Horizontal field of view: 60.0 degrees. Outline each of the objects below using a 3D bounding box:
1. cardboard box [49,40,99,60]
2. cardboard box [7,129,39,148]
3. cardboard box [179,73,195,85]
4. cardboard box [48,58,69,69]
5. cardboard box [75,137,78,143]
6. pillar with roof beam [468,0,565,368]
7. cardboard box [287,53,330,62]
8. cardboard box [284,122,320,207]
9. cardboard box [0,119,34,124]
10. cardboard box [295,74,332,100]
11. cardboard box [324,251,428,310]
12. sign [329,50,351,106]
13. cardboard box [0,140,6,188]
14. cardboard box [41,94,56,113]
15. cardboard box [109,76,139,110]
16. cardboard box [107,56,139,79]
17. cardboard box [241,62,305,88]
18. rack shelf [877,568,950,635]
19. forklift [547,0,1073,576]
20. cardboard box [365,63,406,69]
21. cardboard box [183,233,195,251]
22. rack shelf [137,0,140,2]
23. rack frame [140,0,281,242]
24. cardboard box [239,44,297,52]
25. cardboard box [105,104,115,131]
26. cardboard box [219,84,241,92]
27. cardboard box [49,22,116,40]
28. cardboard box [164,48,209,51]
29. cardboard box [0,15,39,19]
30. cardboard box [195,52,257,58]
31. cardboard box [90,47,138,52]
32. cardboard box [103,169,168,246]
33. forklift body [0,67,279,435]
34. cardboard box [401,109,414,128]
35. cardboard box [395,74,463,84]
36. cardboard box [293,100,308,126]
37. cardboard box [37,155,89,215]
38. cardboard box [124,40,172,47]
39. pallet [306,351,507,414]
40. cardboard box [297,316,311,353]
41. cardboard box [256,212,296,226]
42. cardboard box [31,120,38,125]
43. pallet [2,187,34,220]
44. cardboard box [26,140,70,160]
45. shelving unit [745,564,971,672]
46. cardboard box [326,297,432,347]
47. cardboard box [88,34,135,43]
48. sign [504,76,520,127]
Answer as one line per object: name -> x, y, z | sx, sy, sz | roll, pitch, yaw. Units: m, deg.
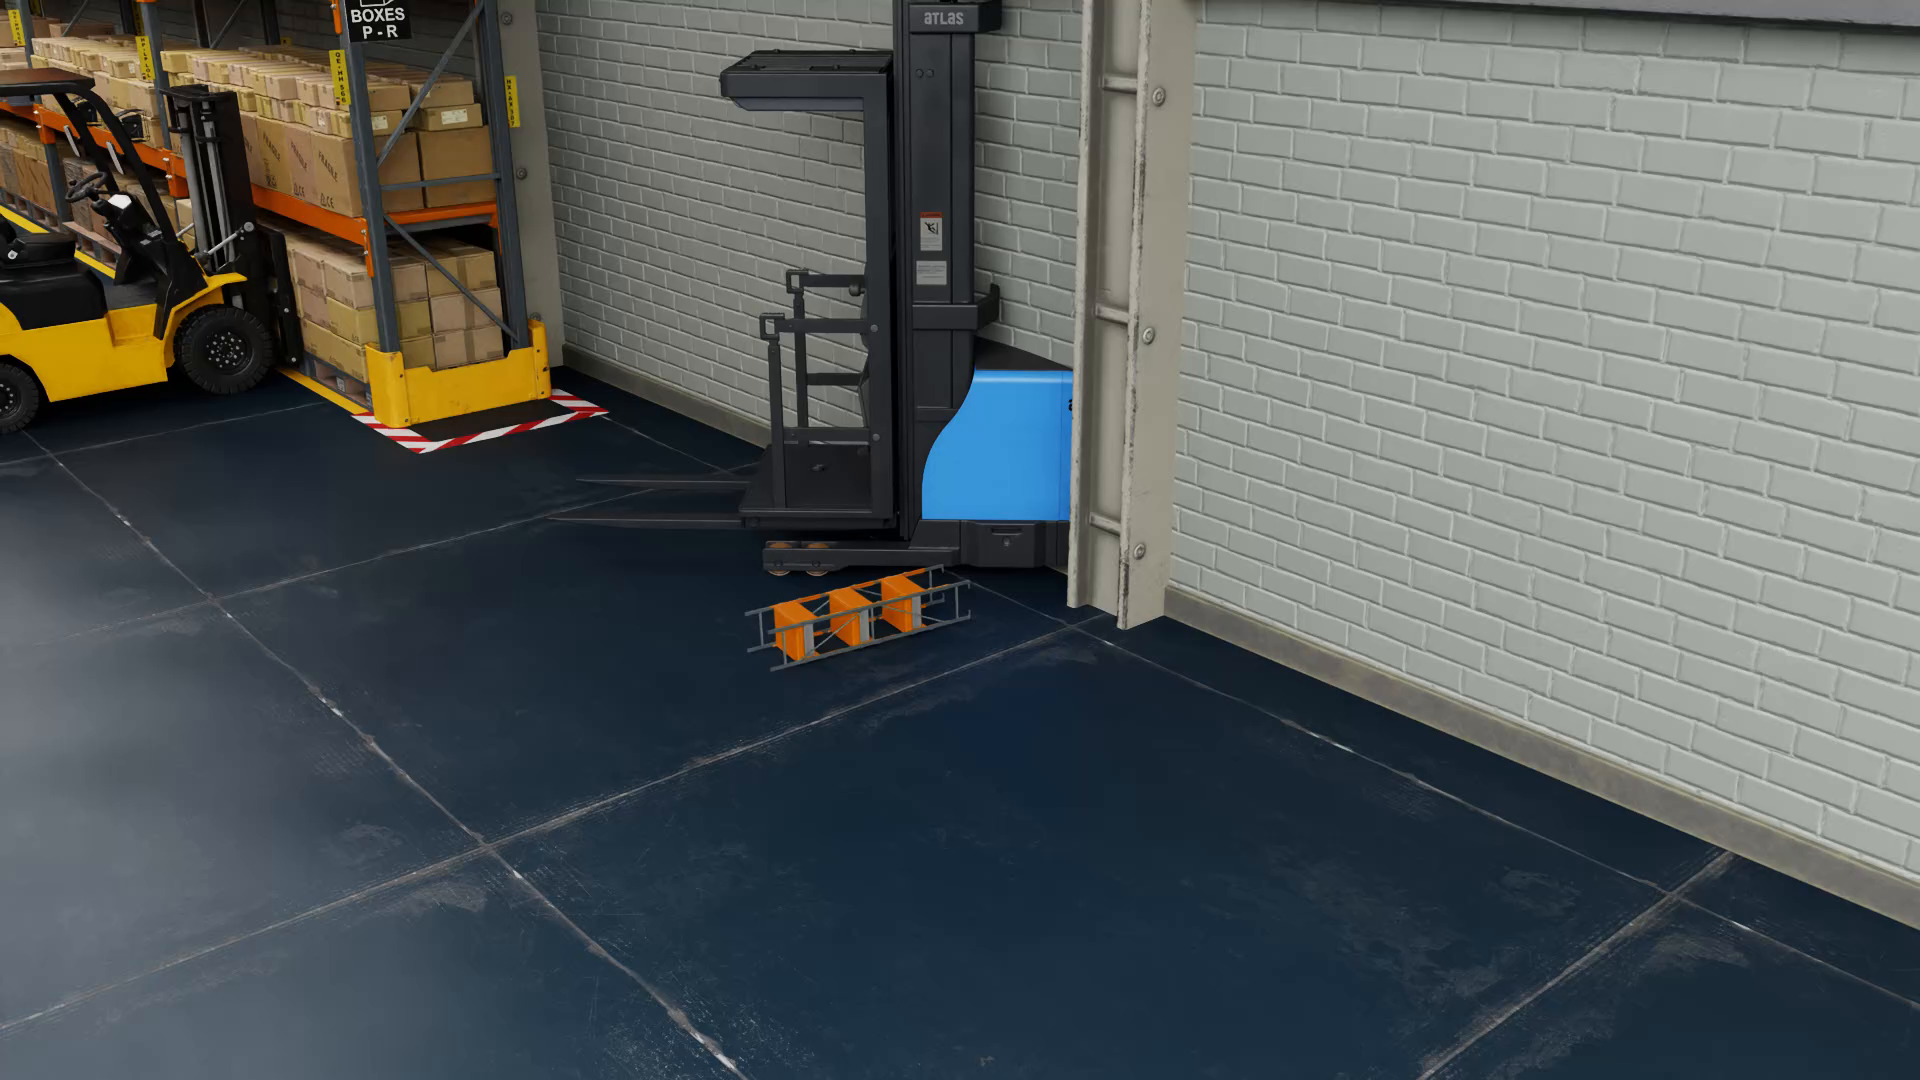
cardboard box -> -8.252, -4.573, 15.521 | 0.380, 0.149, 0.250 | -17, 27, -36
cardboard box -> -9.958, -4.304, 17.822 | 0.380, 0.149, 0.250 | -19, 28, -40
cardboard box -> -5.809, -3.543, 12.890 | 0.380, 0.149, 0.250 | -17, 27, -36
cardboard box -> -8.169, -4.365, 15.535 | 0.500, 0.250, 0.500 | -16, 27, -36
cardboard box -> -9.394, -4.360, 17.966 | 0.380, 0.149, 0.250 | -18, 28, -39
pillar with roof beam -> -6.410, -4.486, 8.099 | 9.100, 9.000, 0.400 | -17, 27, -37
cardboard box -> -4.871, -3.607, 12.646 | 0.380, 0.149, 0.250 | -18, 28, -38
cardboard box -> -4.229, -2.576, 11.312 | 0.500, 0.500, 0.500 | -16, 27, -36
cardboard box -> -10.573, -4.599, 18.575 | 0.380, 0.149, 0.250 | -18, 28, -38
cardboard box -> -4.253, -3.060, 11.249 | 0.380, 0.149, 0.250 | -17, 27, -37
cardboard box -> -3.914, -1.745, 11.149 | 0.500, 0.250, 0.500 | -16, 27, -36
sign -> -3.798, -2.835, 10.197 | 0.100, 0.325, 0.005 | -17, 27, -37
cardboard box -> -10.388, -4.187, 18.413 | 0.500, 0.500, 0.500 | -18, 28, -39
cardboard box -> -8.495, -4.271, 15.980 | 0.500, 0.250, 0.500 | -17, 27, -37
cardboard box -> -6.844, -3.794, 14.078 | 0.500, 0.250, 0.500 | -18, 28, -39
cardboard box -> -6.954, -3.994, 14.043 | 0.380, 0.149, 0.250 | -19, 28, -39
cardboard box -> -4.928, -3.343, 11.971 | 0.380, 0.149, 0.250 | -17, 27, -37
rack shelf -> -0.218, 0.294, 7.902 | 0.259, 0.215, 0.240 | -14, 24, -29
forklift -> -0.628, -1.372, 8.469 | 3.031, 2.935, 1.130 | 1, 21, 2
cardboard box -> -4.201, -3.326, 11.929 | 0.380, 0.149, 0.250 | -18, 28, -39
cardboard box -> -5.907, -2.357, 13.398 | 0.500, 0.250, 0.500 | -18, 27, -38
rack shelf -> -7.294, -5.030, 14.588 | 1.077, 0.370, 4.000 | -17, 27, -37
rack frame -> -5.988, -3.416, 13.593 | 1.000, 3.000, 0.127 | -17, 27, -37
cardboard box -> -5.551, -3.887, 13.360 | 0.380, 0.149, 0.250 | -17, 27, -37
cardboard box -> -7.149, -3.705, 14.537 | 0.500, 0.250, 0.500 | -17, 27, -37
cardboard box -> -5.166, -3.253, 12.151 | 0.380, 0.149, 0.250 | -19, 28, -39
cardboard box -> -8.817, -4.943, 16.778 | 0.500, 0.500, 0.500 | -16, 26, -35
cardboard box -> -6.848, -4.278, 14.766 | 0.380, 0.149, 0.250 | -18, 27, -38
cardboard box -> -10.214, -5.322, 17.745 | 0.700, 0.500, 0.500 | -18, 27, -38
cardboard box -> -5.593, -3.625, 12.693 | 0.380, 0.149, 0.250 | -18, 28, -38
cardboard box -> -7.521, -4.309, 14.845 | 0.380, 0.149, 0.250 | -17, 27, -37
cardboard box -> -7.331, -3.071, 15.392 | 0.875, 0.625, 0.625 | -19, 28, -40
forklift body -> -5.997, -2.005, 11.155 | 2.313, 2.155, 1.214 | -17, 27, -37
cardboard box -> -3.612, -2.868, 11.167 | 0.380, 0.149, 0.250 | -17, 27, -37
cardboard box -> -3.561, -3.030, 11.173 | 0.380, 0.149, 0.250 | -16, 27, -36
cardboard box -> -4.282, -2.910, 11.273 | 0.380, 0.149, 0.250 | -18, 27, -38
cardboard box -> -9.038, -3.618, 16.961 | 0.500, 0.500, 0.500 | -16, 27, -36
cardboard box -> -7.531, -4.554, 15.473 | 0.380, 0.149, 0.250 | -18, 27, -38
pallet -> -3.908, -1.214, 11.794 | 1.003, 0.211, 1.213 | -17, 27, -37
cardboard box -> -4.561, -1.561, 12.050 | 0.500, 0.250, 0.500 | -17, 27, -37
cardboard box -> -5.251, -2.310, 12.593 | 0.500, 0.250, 0.500 | -16, 27, -36
cardboard box -> -10.411, -4.790, 19.064 | 0.380, 0.149, 0.250 | -17, 27, -37
pallet -> -9.850, -3.775, 18.333 | 1.003, 0.211, 1.213 | -17, 27, -37
cardboard box -> -9.315, -3.999, 17.043 | 0.380, 0.149, 0.250 | -19, 28, -40
shelving unit -> -0.465, 0.353, 7.764 | 1.050, 0.215, 0.252 | -14, 24, -29
cardboard box -> -3.932, -1.519, 11.258 | 0.500, 0.250, 0.500 | -18, 28, -38
cardboard box -> -8.234, -4.828, 16.171 | 0.380, 0.149, 0.250 | -16, 27, -36
sign -> -2.953, -2.881, 10.932 | 0.100, 0.325, 0.005 | -17, 27, -37
